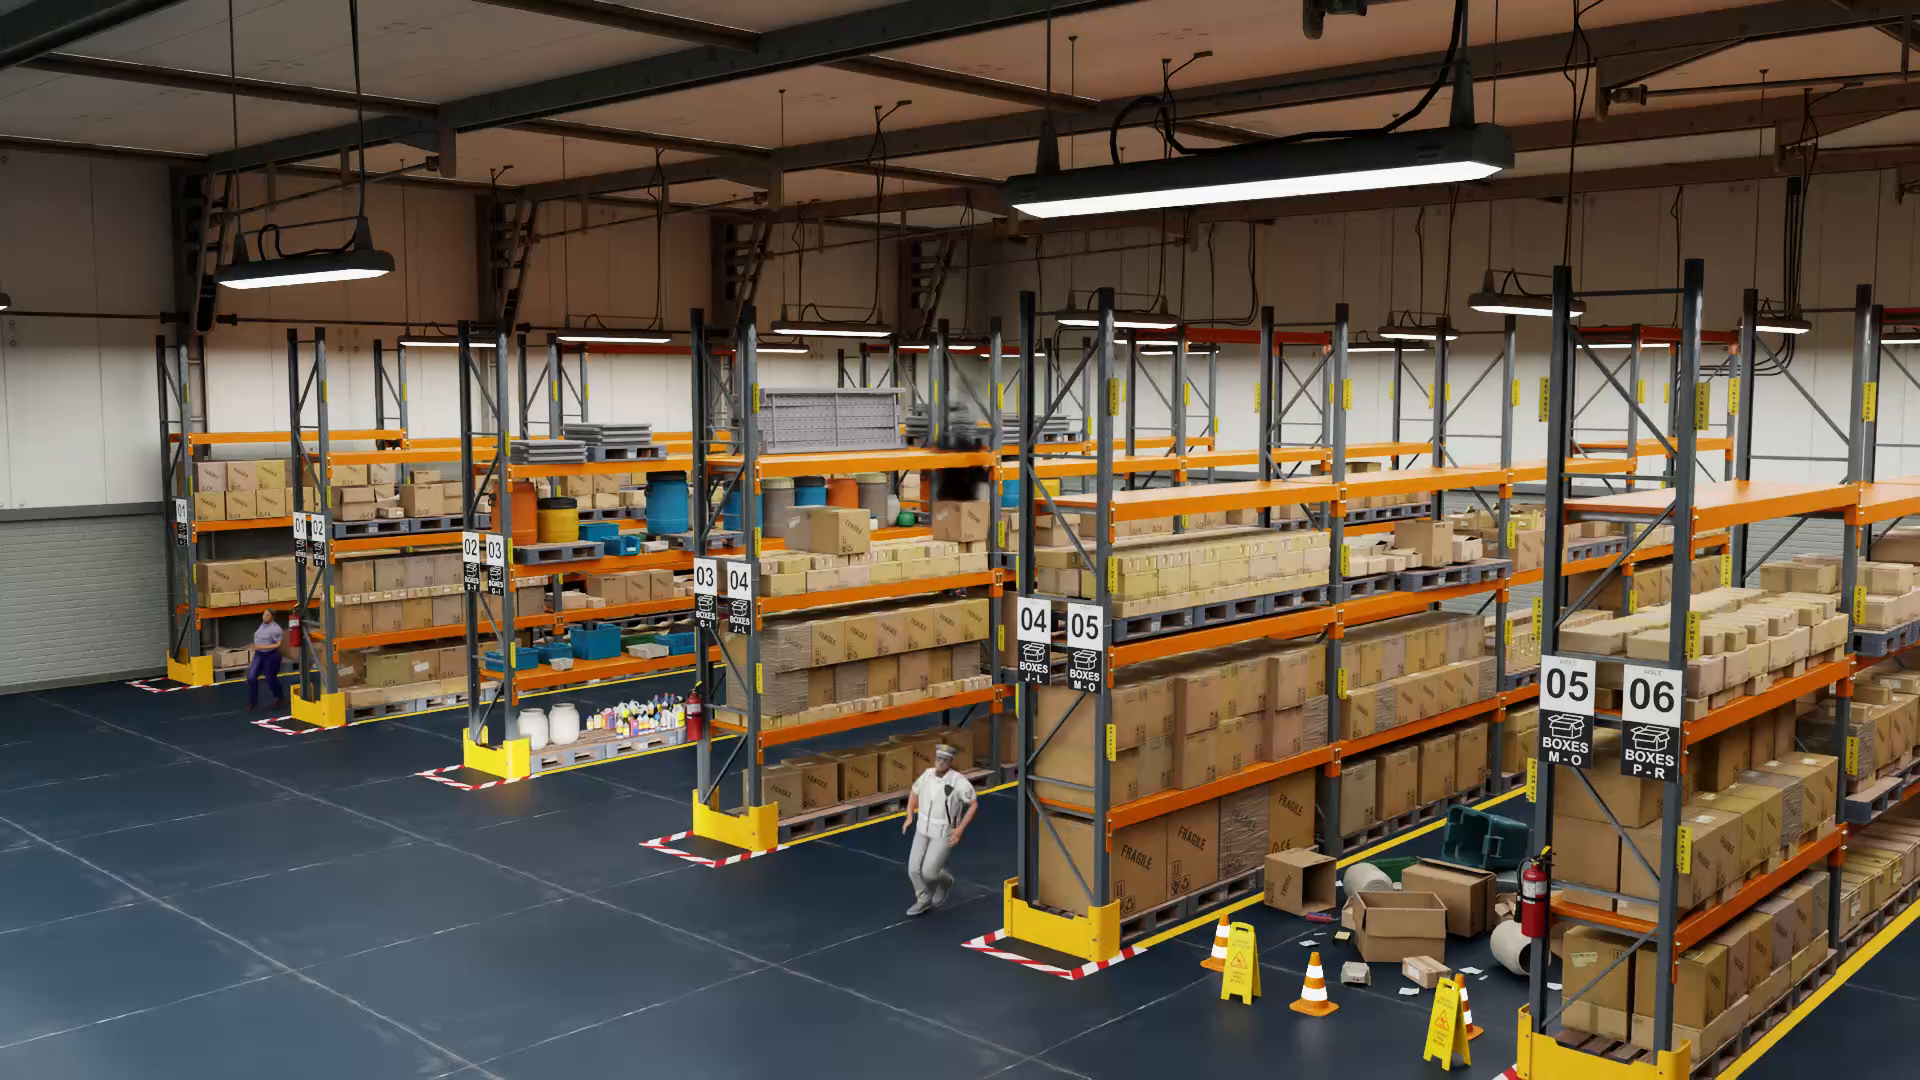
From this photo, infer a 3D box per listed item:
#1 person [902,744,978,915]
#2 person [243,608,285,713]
[{"bbox_3d":[-0.222,2.810,16.079,0.716,1.723,0.517,3,6,32],"label":"person"},{"bbox_3d":[-10.915,1.901,26.328,0.604,1.684,0.708,2,6,19],"label":"person"}]
